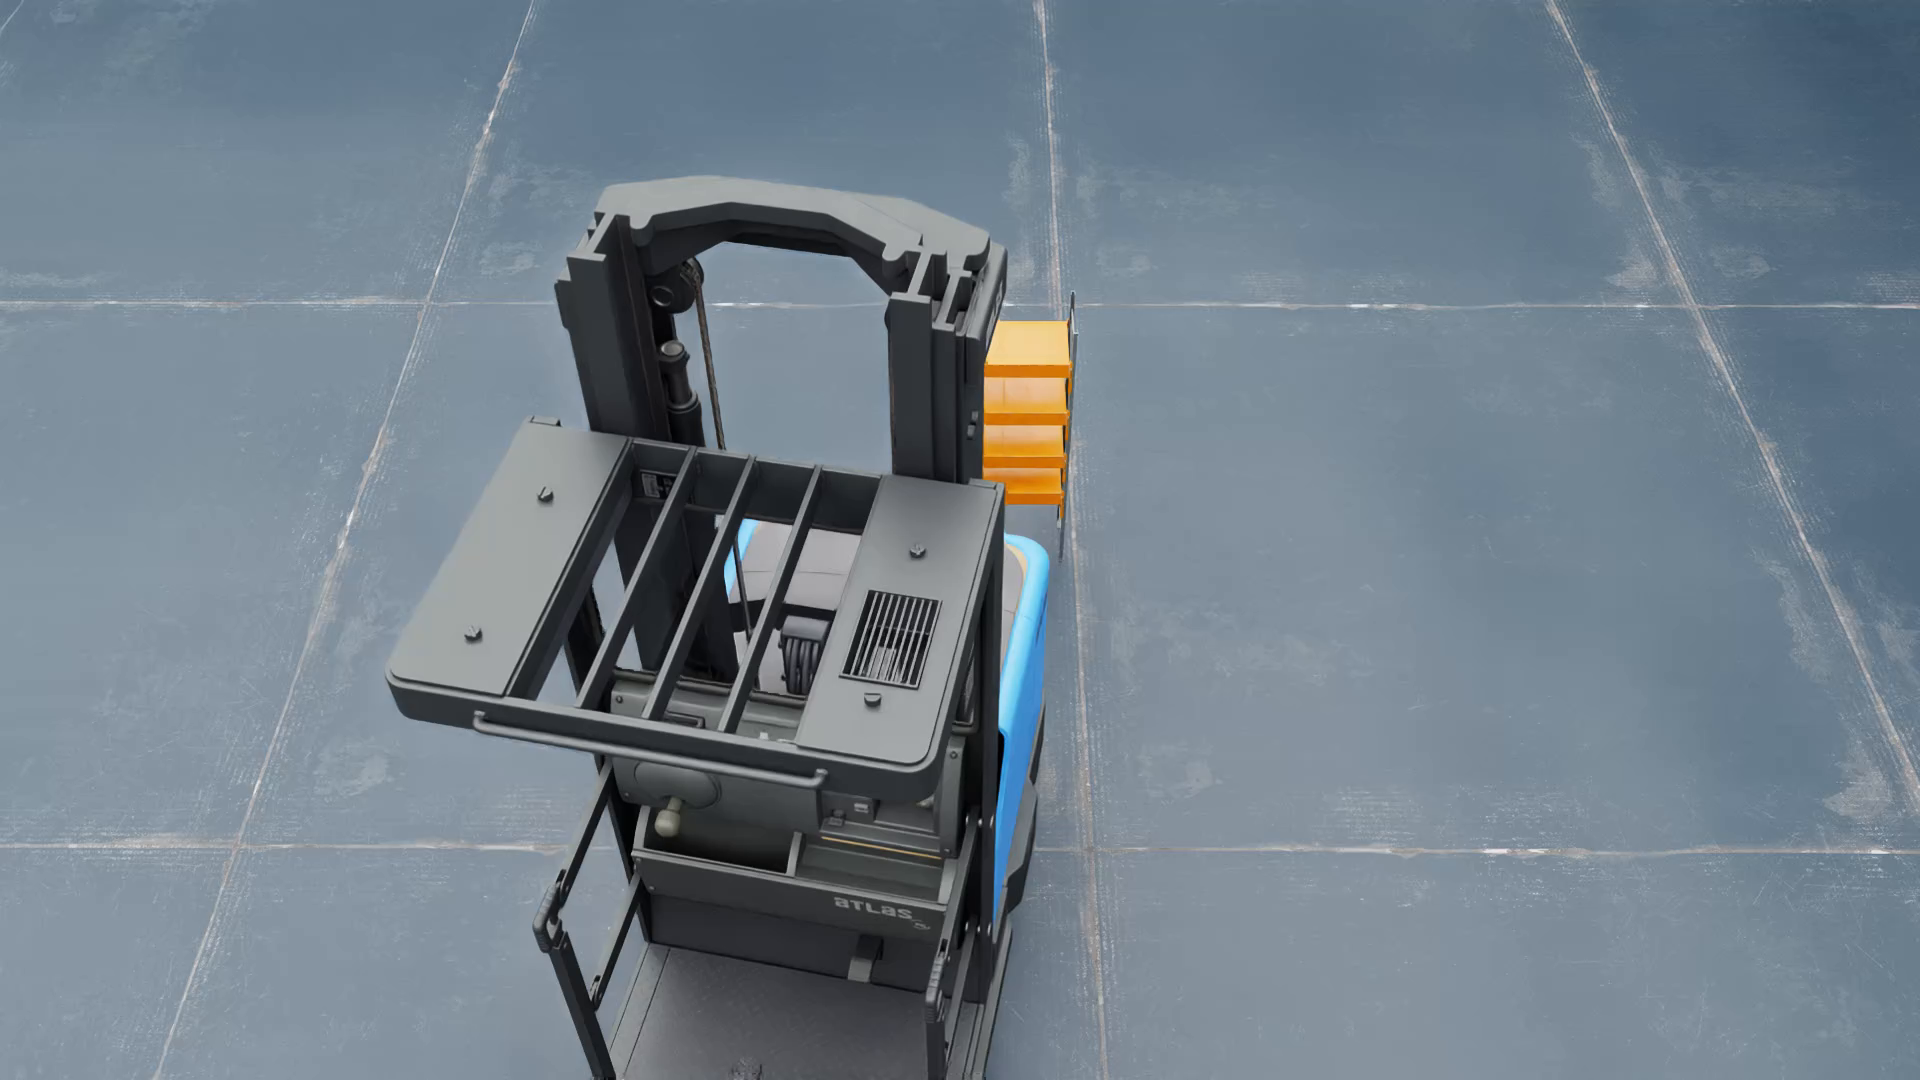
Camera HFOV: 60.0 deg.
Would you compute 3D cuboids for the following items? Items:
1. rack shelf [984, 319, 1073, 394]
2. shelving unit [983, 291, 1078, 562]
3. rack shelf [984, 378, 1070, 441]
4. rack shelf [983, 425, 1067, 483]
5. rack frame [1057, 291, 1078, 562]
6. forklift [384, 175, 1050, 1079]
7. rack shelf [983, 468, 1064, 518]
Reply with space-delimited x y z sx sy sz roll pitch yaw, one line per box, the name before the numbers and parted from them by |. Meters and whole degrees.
rack shelf | 0.166 -0.676 6.104 0.480 0.148 0.258 0 47 0
shelving unit | 0.166 -0.408 6.391 0.503 1.200 0.258 0 47 0
rack shelf | 0.166 -0.515 6.277 0.480 0.148 0.258 0 47 0
rack shelf | 0.166 -0.363 6.440 0.480 0.148 0.258 0 47 0
rack frame | 0.410 -0.408 6.391 0.015 1.200 0.240 0 47 0
forklift | -0.494 0.718 4.160 1.130 2.935 3.031 8 48 8
rack shelf | 0.166 -0.227 6.586 0.480 0.148 0.258 0 47 0
